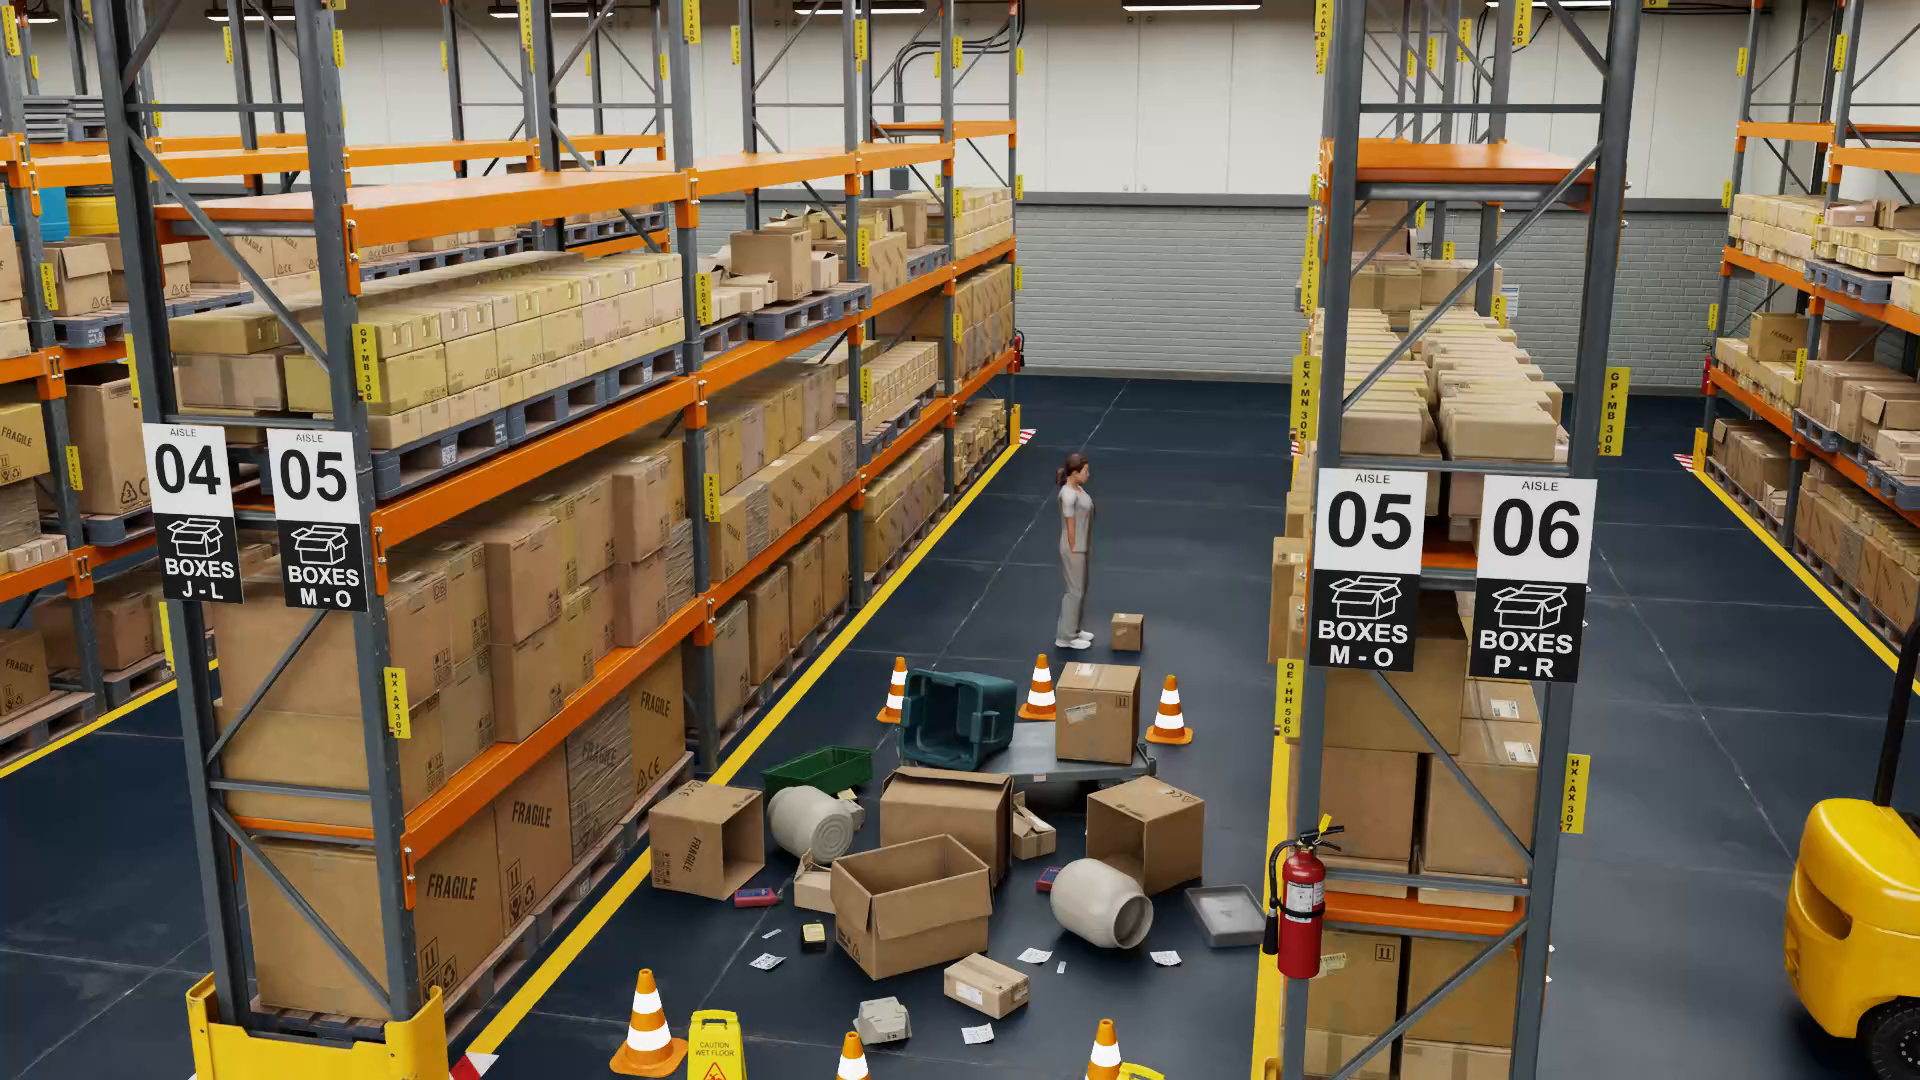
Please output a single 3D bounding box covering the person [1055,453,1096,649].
[{"bbox_3d":[0.974,0.079,14.229,0.363,1.673,0.439,3,15,12],"label":"person"}]
